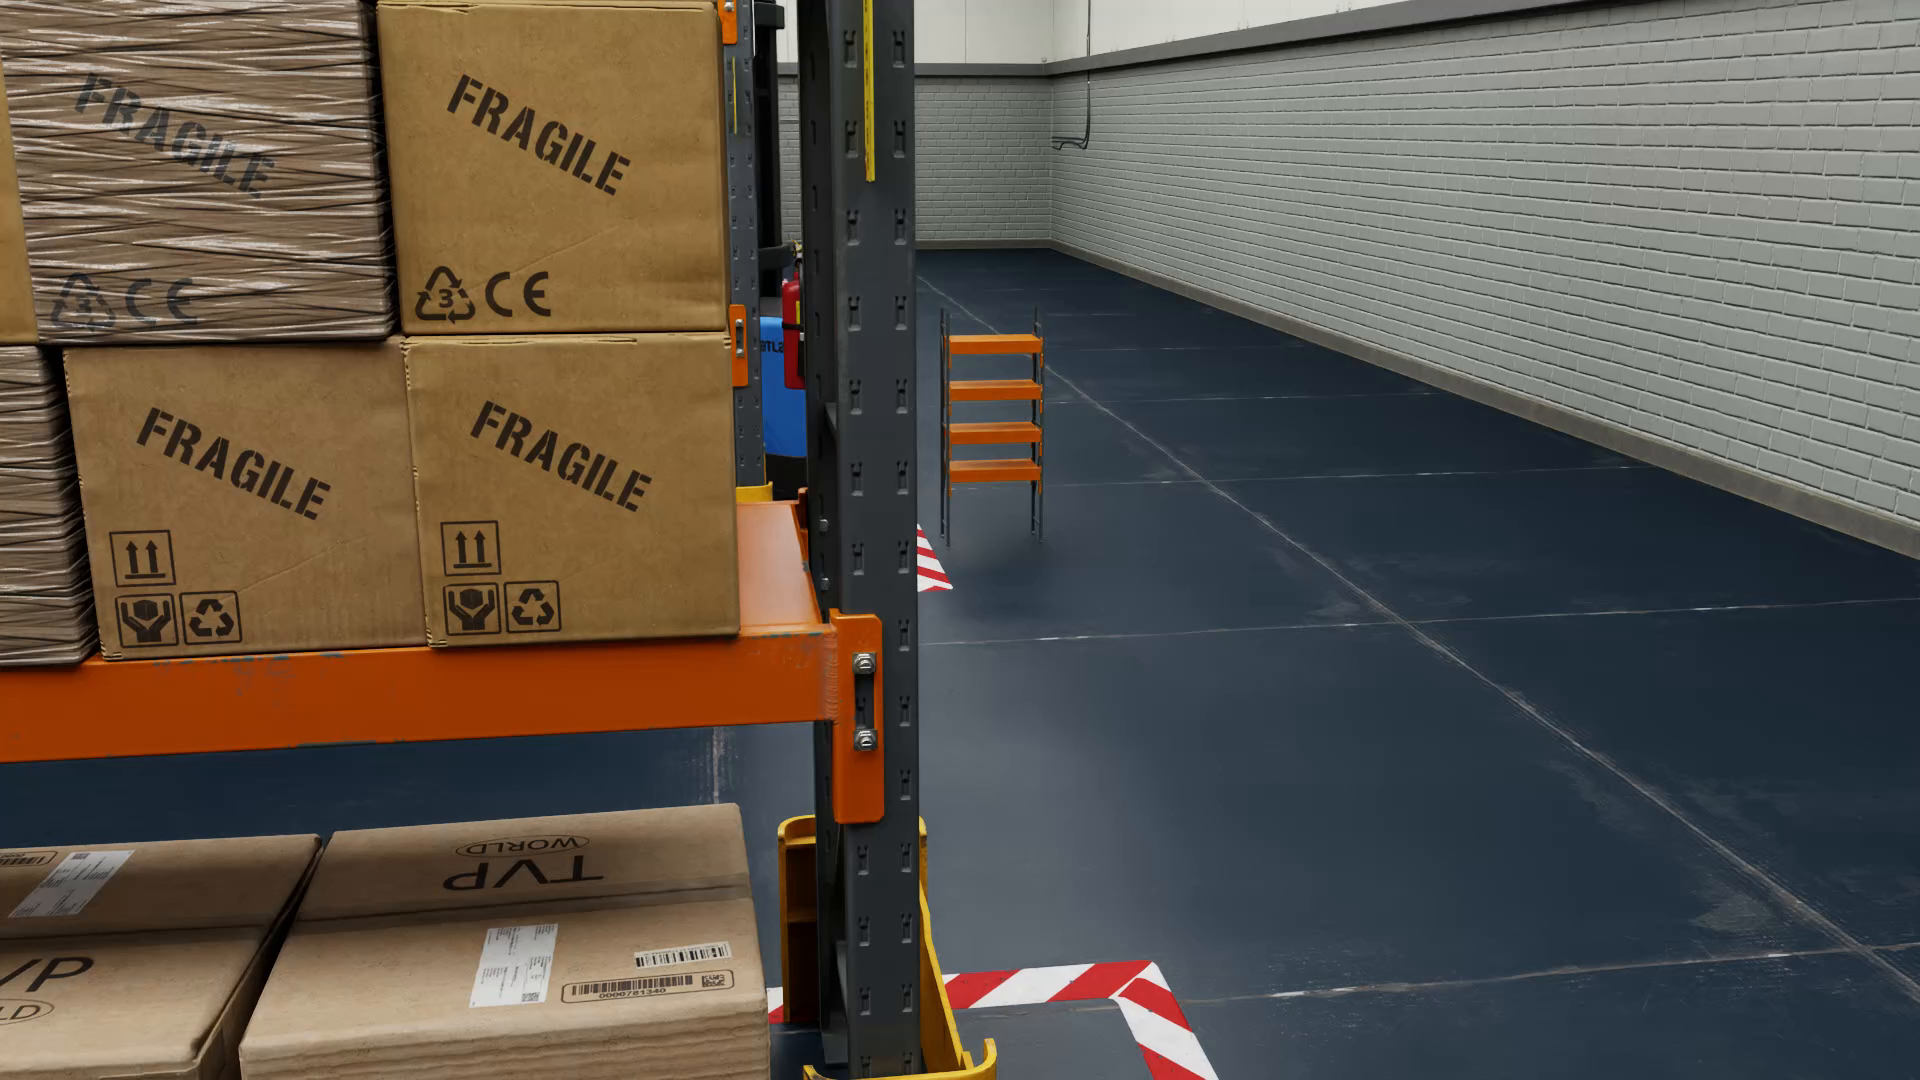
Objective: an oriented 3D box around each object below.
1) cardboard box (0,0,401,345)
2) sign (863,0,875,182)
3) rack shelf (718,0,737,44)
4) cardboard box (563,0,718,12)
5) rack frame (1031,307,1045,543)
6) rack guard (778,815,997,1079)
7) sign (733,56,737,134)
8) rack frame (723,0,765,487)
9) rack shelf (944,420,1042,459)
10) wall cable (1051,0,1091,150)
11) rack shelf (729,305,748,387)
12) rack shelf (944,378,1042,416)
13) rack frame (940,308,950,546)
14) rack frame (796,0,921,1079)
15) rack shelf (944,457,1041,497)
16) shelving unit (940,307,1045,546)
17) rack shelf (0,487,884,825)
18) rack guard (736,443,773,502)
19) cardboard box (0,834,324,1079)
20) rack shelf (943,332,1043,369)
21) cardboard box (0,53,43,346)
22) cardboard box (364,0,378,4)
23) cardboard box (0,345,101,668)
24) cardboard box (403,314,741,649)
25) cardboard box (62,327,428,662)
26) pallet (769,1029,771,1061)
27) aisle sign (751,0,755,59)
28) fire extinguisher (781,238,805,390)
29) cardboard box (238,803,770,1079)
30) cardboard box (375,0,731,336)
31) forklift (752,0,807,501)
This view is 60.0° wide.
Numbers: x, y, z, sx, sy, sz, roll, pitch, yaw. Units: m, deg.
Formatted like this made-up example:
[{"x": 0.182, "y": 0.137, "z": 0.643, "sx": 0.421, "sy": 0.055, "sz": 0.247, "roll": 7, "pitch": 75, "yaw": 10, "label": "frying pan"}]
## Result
[{"x": -1.160, "y": -0.599, "z": 2.685, "sx": 0.500, "sy": 0.500, "sz": 0.500, "roll": -2, "pitch": 14, "yaw": -8, "label": "cardboard box"}, {"x": -0.139, "y": -0.712, "z": 2.528, "sx": 0.005, "sy": 0.325, "sz": 0.100, "roll": -2, "pitch": 14, "yaw": -8, "label": "sign"}, {"x": -3.021, "y": -2.387, "z": 7.387, "sx": 4.000, "sy": 0.370, "sz": 1.077, "roll": -2, "pitch": 14, "yaw": -8, "label": "rack shelf"}, {"x": -0.531, "y": -0.954, "z": 2.764, "sx": 0.250, "sy": 0.149, "sz": 0.380, "roll": -2, "pitch": 14, "yaw": -8, "label": "cardboard box"}, {"x": 0.405, "y": -0.597, "z": 8.635, "sx": 0.015, "sy": 1.200, "sz": 0.240, "roll": -2, "pitch": 14, "yaw": -8, "label": "rack frame"}, {"x": -0.183, "y": 1.045, "z": 3.528, "sx": 0.348, "sy": 0.500, "sz": 1.175, "roll": -2, "pitch": 14, "yaw": -8, "label": "rack guard"}, {"x": -0.981, "y": -1.934, "z": 7.239, "sx": 0.005, "sy": 0.325, "sz": 0.100, "roll": -2, "pitch": 14, "yaw": -8, "label": "sign"}, {"x": -1.044, "y": -1.354, "z": 7.953, "sx": 0.127, "sy": 3.000, "sz": 1.000, "roll": -2, "pitch": 14, "yaw": -8, "label": "rack frame"}, {"x": 0.164, "y": -0.523, "z": 8.616, "sx": 0.480, "sy": 0.148, "sz": 0.258, "roll": -2, "pitch": 14, "yaw": -8, "label": "rack shelf"}, {"x": 1.750, "y": -7.648, "z": 27.101, "sx": 0.112, "sy": 2.526, "sz": 3.097, "roll": -2, "pitch": 14, "yaw": -8, "label": "wall cable"}, {"x": -3.021, "y": -0.932, "z": 7.752, "sx": 4.000, "sy": 0.370, "sz": 1.077, "roll": -2, "pitch": 14, "yaw": -8, "label": "rack shelf"}, {"x": 0.164, "y": -0.740, "z": 8.562, "sx": 0.480, "sy": 0.148, "sz": 0.258, "roll": -2, "pitch": 14, "yaw": -8, "label": "rack shelf"}, {"x": -0.078, "y": -0.579, "z": 8.565, "sx": 0.015, "sy": 1.200, "sz": 0.240, "roll": -2, "pitch": 14, "yaw": -8, "label": "rack frame"}, {"x": -0.206, "y": -0.167, "z": 3.220, "sx": 0.127, "sy": 3.000, "sz": 1.000, "roll": -2, "pitch": 14, "yaw": -8, "label": "rack frame"}, {"x": 0.164, "y": -0.330, "z": 8.664, "sx": 0.480, "sy": 0.148, "sz": 0.258, "roll": -2, "pitch": 14, "yaw": -8, "label": "rack shelf"}, {"x": 0.164, "y": -0.588, "z": 8.600, "sx": 0.503, "sy": 1.200, "sz": 0.258, "roll": -2, "pitch": 14, "yaw": -8, "label": "shelving unit"}, {"x": -2.184, "y": 0.255, "z": 3.019, "sx": 4.000, "sy": 0.370, "sz": 1.077, "roll": -2, "pitch": 14, "yaw": -8, "label": "rack shelf"}, {"x": -1.119, "y": -0.139, "z": 8.247, "sx": 0.348, "sy": 0.500, "sz": 1.175, "roll": -2, "pitch": 14, "yaw": -8, "label": "rack guard"}, {"x": -1.748, "y": 0.956, "z": 3.149, "sx": 0.875, "sy": 0.438, "sz": 0.875, "roll": -2, "pitch": 14, "yaw": -7, "label": "cardboard box"}, {"x": 0.164, "y": -0.969, "z": 8.504, "sx": 0.480, "sy": 0.148, "sz": 0.258, "roll": -2, "pitch": 14, "yaw": -8, "label": "rack shelf"}, {"x": -1.650, "y": -0.582, "z": 2.616, "sx": 0.500, "sy": 0.500, "sz": 0.500, "roll": -2, "pitch": 14, "yaw": -9, "label": "cardboard box"}, {"x": -1.021, "y": -0.909, "z": 2.586, "sx": 0.250, "sy": 0.149, "sz": 0.380, "roll": -2, "pitch": 14, "yaw": -9, "label": "cardboard box"}, {"x": -1.650, "y": -0.099, "z": 2.743, "sx": 0.500, "sy": 0.500, "sz": 0.500, "roll": -2, "pitch": 14, "yaw": -7, "label": "cardboard box"}, {"x": -0.644, "y": -0.134, "z": 2.885, "sx": 0.500, "sy": 0.500, "sz": 0.500, "roll": -2, "pitch": 14, "yaw": -8, "label": "cardboard box"}, {"x": -1.142, "y": -0.120, "z": 2.826, "sx": 0.500, "sy": 0.500, "sz": 0.500, "roll": -2, "pitch": 14, "yaw": -9, "label": "cardboard box"}, {"x": -0.985, "y": 1.234, "z": 3.369, "sx": 1.213, "sy": 0.211, "sz": 1.003, "roll": -2, "pitch": 14, "yaw": -8, "label": "pallet"}, {"x": -0.927, "y": -2.545, "z": 7.360, "sx": 0.004, "sy": 0.787, "sz": 0.394, "roll": -2, "pitch": 14, "yaw": -8, "label": "aisle sign"}, {"x": -0.726, "y": -1.033, "z": 7.602, "sx": 0.183, "sy": 0.674, "sz": 0.296, "roll": -2, "pitch": 14, "yaw": -8, "label": "fire extinguisher"}, {"x": -0.844, "y": 0.920, "z": 3.290, "sx": 0.875, "sy": 0.438, "sz": 0.875, "roll": -3, "pitch": 14, "yaw": -10, "label": "cardboard box"}, {"x": -0.648, "y": -0.625, "z": 2.788, "sx": 0.500, "sy": 0.500, "sz": 0.500, "roll": -2, "pitch": 14, "yaw": -6, "label": "cardboard box"}, {"x": -1.899, "y": -1.860, "z": 10.112, "sx": 3.031, "sy": 2.935, "sz": 1.130, "roll": 8, "pitch": 16, "yaw": 28, "label": "forklift"}]
